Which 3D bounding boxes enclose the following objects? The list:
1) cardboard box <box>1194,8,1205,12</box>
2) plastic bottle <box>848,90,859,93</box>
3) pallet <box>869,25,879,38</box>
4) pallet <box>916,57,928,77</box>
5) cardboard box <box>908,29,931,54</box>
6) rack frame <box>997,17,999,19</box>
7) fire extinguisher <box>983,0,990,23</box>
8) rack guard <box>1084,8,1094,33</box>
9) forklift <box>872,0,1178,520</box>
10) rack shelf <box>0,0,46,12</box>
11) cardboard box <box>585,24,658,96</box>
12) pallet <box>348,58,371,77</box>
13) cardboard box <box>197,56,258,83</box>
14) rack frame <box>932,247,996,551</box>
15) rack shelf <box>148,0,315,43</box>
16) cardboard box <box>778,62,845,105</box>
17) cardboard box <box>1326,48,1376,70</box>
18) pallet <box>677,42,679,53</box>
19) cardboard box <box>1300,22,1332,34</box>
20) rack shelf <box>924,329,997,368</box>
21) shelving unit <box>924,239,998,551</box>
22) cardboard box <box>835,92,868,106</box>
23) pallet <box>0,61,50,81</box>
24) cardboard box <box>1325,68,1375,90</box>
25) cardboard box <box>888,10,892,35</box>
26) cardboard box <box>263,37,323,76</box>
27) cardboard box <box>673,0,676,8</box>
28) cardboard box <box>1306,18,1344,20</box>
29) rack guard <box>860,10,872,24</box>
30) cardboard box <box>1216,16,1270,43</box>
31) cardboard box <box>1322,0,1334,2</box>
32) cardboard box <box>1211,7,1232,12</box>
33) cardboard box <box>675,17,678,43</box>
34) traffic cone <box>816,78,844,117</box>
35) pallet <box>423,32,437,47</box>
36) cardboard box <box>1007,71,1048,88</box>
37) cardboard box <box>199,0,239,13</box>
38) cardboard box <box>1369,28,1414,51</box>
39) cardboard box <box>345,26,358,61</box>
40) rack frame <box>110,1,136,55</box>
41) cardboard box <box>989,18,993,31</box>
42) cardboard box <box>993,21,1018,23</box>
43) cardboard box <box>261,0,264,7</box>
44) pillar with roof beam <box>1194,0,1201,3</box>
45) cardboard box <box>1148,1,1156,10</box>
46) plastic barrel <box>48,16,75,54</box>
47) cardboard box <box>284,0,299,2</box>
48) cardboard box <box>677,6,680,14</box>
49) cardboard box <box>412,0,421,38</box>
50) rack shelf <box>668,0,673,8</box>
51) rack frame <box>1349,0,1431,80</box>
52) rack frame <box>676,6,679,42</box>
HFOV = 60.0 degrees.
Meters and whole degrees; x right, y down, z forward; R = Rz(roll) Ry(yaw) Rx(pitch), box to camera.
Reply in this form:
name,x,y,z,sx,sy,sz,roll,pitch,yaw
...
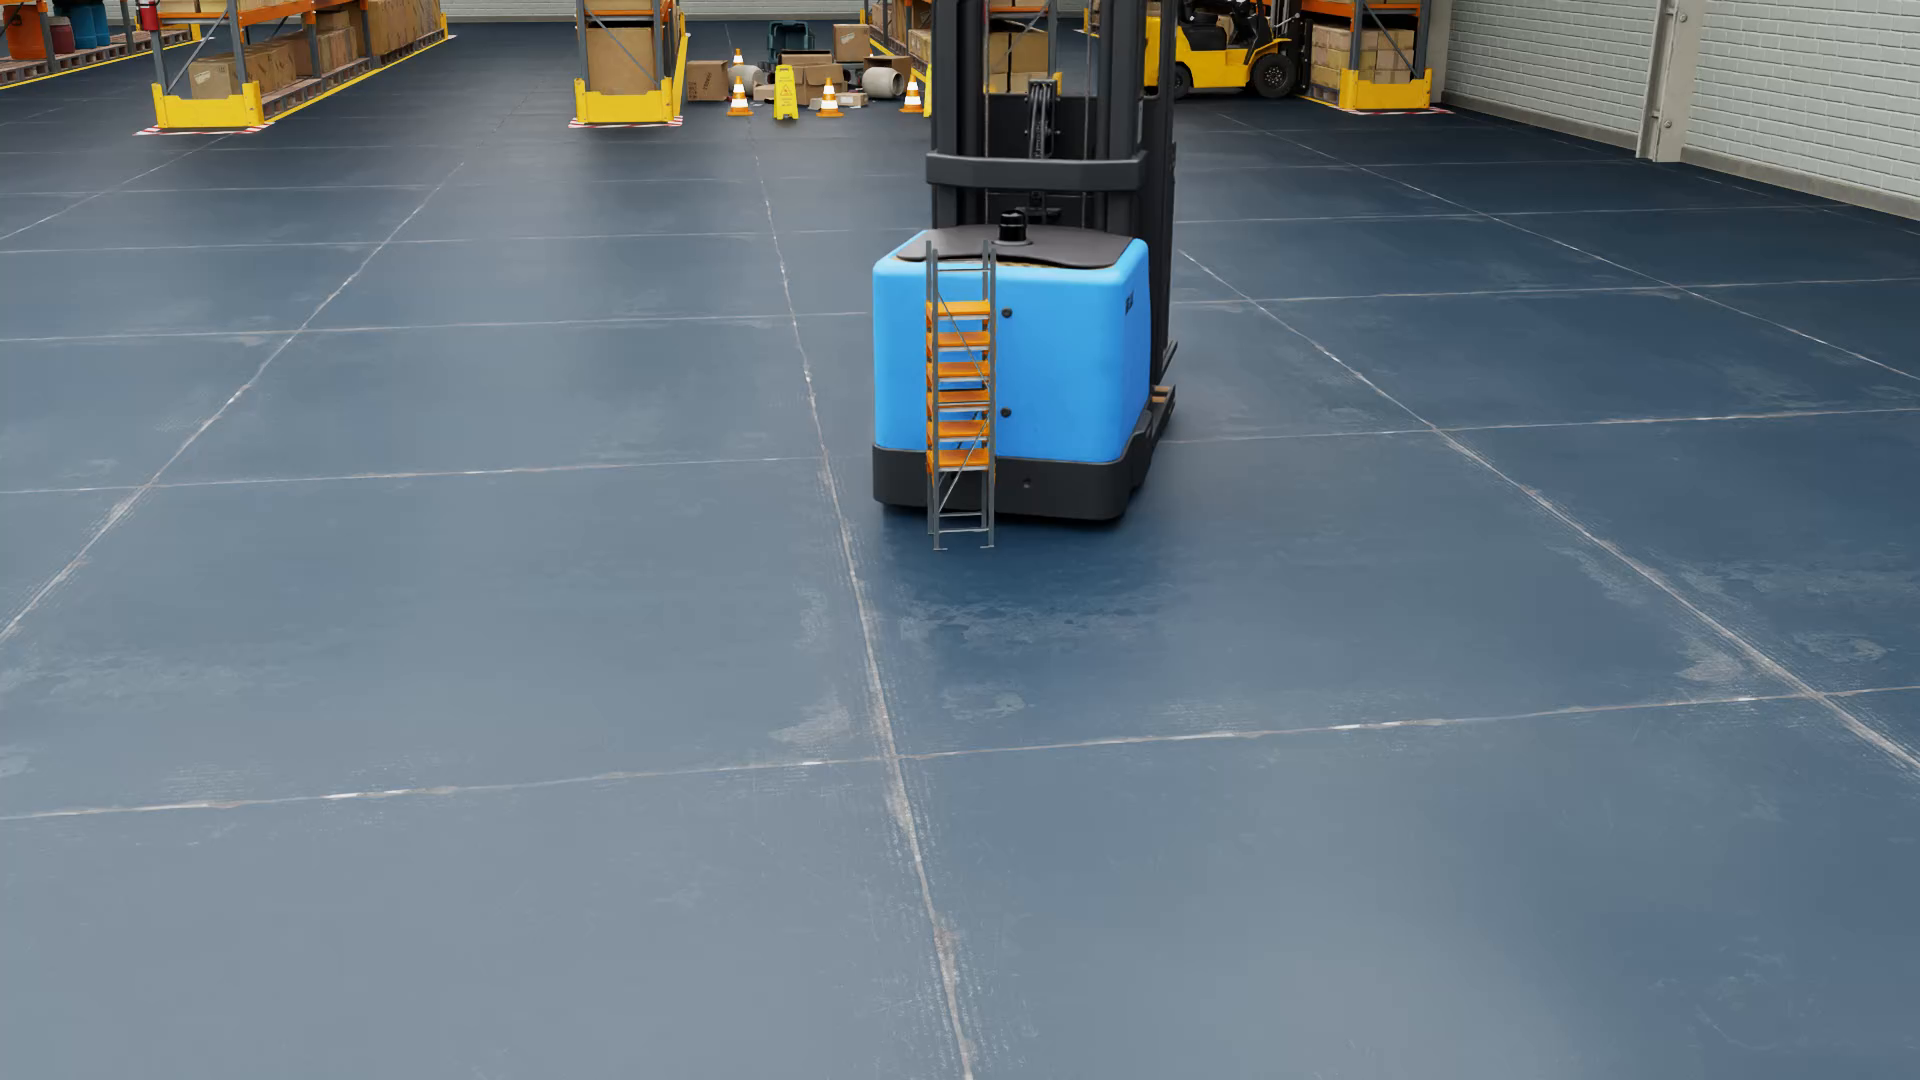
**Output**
name,x,y,z,sx,sy,sz,roll,pitch,yaw
cardboard box,4.162,-9.428,29.717,0.380,0.149,0.250,-4,21,-10
plastic bottle,-1.521,-6.385,23.725,0.133,0.061,0.283,1,20,2
pallet,-1.388,-10.879,35.542,1.003,0.211,1.213,-3,21,-8
pallet,-0.144,-7.690,27.004,1.003,0.211,1.213,-3,21,-8
cardboard box,-0.356,-8.458,28.230,0.950,0.372,0.625,-4,21,-11
rack frame,0.149,-8.303,24.661,1.000,3.000,0.127,-3,21,-8
fire extinguisher,0.286,-6.819,20.798,0.296,0.674,0.183,-3,21,-8
rack guard,3.342,-11.513,36.826,1.175,0.500,0.348,-3,21,-8
forklift,0.466,-1.935,7.709,1.130,2.935,3.031,5,21,12
rack shelf,-14.847,-7.909,24.634,1.077,0.370,4.000,-3,21,-8
cardboard box,-4.321,-6.067,21.109,0.875,0.875,0.875,-3,21,-7
pallet,-10.123,-7.612,26.794,1.003,0.211,1.213,-3,21,-8
cardboard box,-9.274,-5.867,21.109,0.500,0.500,0.500,2,21,6
rack frame,0.015,-0.525,6.408,0.240,1.200,0.006,-3,21,-8
rack shelf,-9.369,-6.774,21.594,1.077,0.370,4.000,-3,21,-8
cardboard box,-2.033,-6.230,22.676,0.637,0.503,0.797,17,27,39
cardboard box,5.258,-6.466,22.356,0.500,0.250,0.500,-3,21,-8
pallet,-5.774,-9.213,31.081,1.003,0.211,1.213,-3,21,-8
cardboard box,5.035,-7.217,23.654,0.500,0.250,0.500,-3,21,-9
rack shelf,0.002,-0.740,6.424,0.258,0.103,0.180,-3,21,-8
shelving unit,0.002,-0.557,6.493,0.258,1.200,0.189,-3,21,-8
cardboard box,-1.462,-5.935,22.393,0.380,0.149,0.250,8,22,20
pallet,-15.062,-7.362,26.126,1.003,0.211,1.213,-3,21,-8
cardboard box,5.257,-6.226,22.427,0.500,0.250,0.500,-3,21,-7
cardboard box,-0.988,-10.293,33.048,0.875,0.438,0.875,-3,21,-9
cardboard box,-9.724,-7.052,24.255,0.700,0.500,0.500,-5,21,-12
cardboard box,-5.469,-9.742,30.413,0.500,0.250,0.500,-2,21,-5
cardboard box,5.411,-7.597,24.669,0.500,0.250,0.500,-3,21,-9
rack guard,-1.584,-11.296,36.245,1.175,0.500,0.348,-3,21,-8
cardboard box,4.760,-8.349,27.576,0.875,0.625,0.625,-4,21,-10
cardboard box,5.241,-7.554,22.512,0.500,0.500,0.500,-2,21,-6
cardboard box,4.717,-9.466,29.819,0.380,0.149,0.250,-2,21,-5
cardboard box,-5.458,-9.393,30.551,0.500,0.500,0.500,-3,21,-9
traffic cone,-1.662,-5.640,21.156,0.336,0.463,0.334,-3,21,-8
pallet,-11.022,-9.958,33.075,1.003,0.211,1.213,-3,21,-8
cardboard box,0.883,-6.120,22.146,0.500,0.250,0.500,-3,21,-8
cardboard box,-8.886,-6.412,19.955,0.380,0.149,0.250,-3,21,-8
cardboard box,5.755,-6.723,22.330,0.500,0.250,0.500,-3,21,-9
cardboard box,-10.117,-7.993,26.773,0.700,0.500,0.500,-4,21,-11
rack frame,-15.712,-10.324,30.070,1.000,3.000,0.127,-3,21,-8
cardboard box,0.233,-6.870,22.154,0.380,0.149,0.250,-2,21,-6
cardboard box,0.575,-7.196,23.954,0.500,0.500,0.500,-3,21,-7
cardboard box,-9.073,-6.844,21.113,0.380,0.149,0.250,-3,21,-8
pillar with roof beam,0.439,-14.205,31.887,9.100,9.000,0.400,-3,21,-8
cardboard box,3.861,-10.337,32.150,0.380,0.149,0.250,-4,21,-11
plastic barrel,-15.385,-8.565,28.208,0.600,0.588,0.708,-3,21,-8
cardboard box,-9.186,-7.369,22.517,0.380,0.149,0.250,-3,21,-8
cardboard box,-5.995,-10.970,34.424,0.380,0.149,0.250,-3,21,-9
cardboard box,-10.826,-10.007,31.660,0.875,0.875,0.875,-3,21,-8
rack shelf,-5.023,-8.374,25.879,1.077,0.370,4.000,-3,21,-8
rack frame,5.637,-7.170,21.626,1.000,3.000,0.127,-3,21,-8
rack frame,-5.888,-10.789,31.315,1.000,3.000,0.127,-3,21,-8
